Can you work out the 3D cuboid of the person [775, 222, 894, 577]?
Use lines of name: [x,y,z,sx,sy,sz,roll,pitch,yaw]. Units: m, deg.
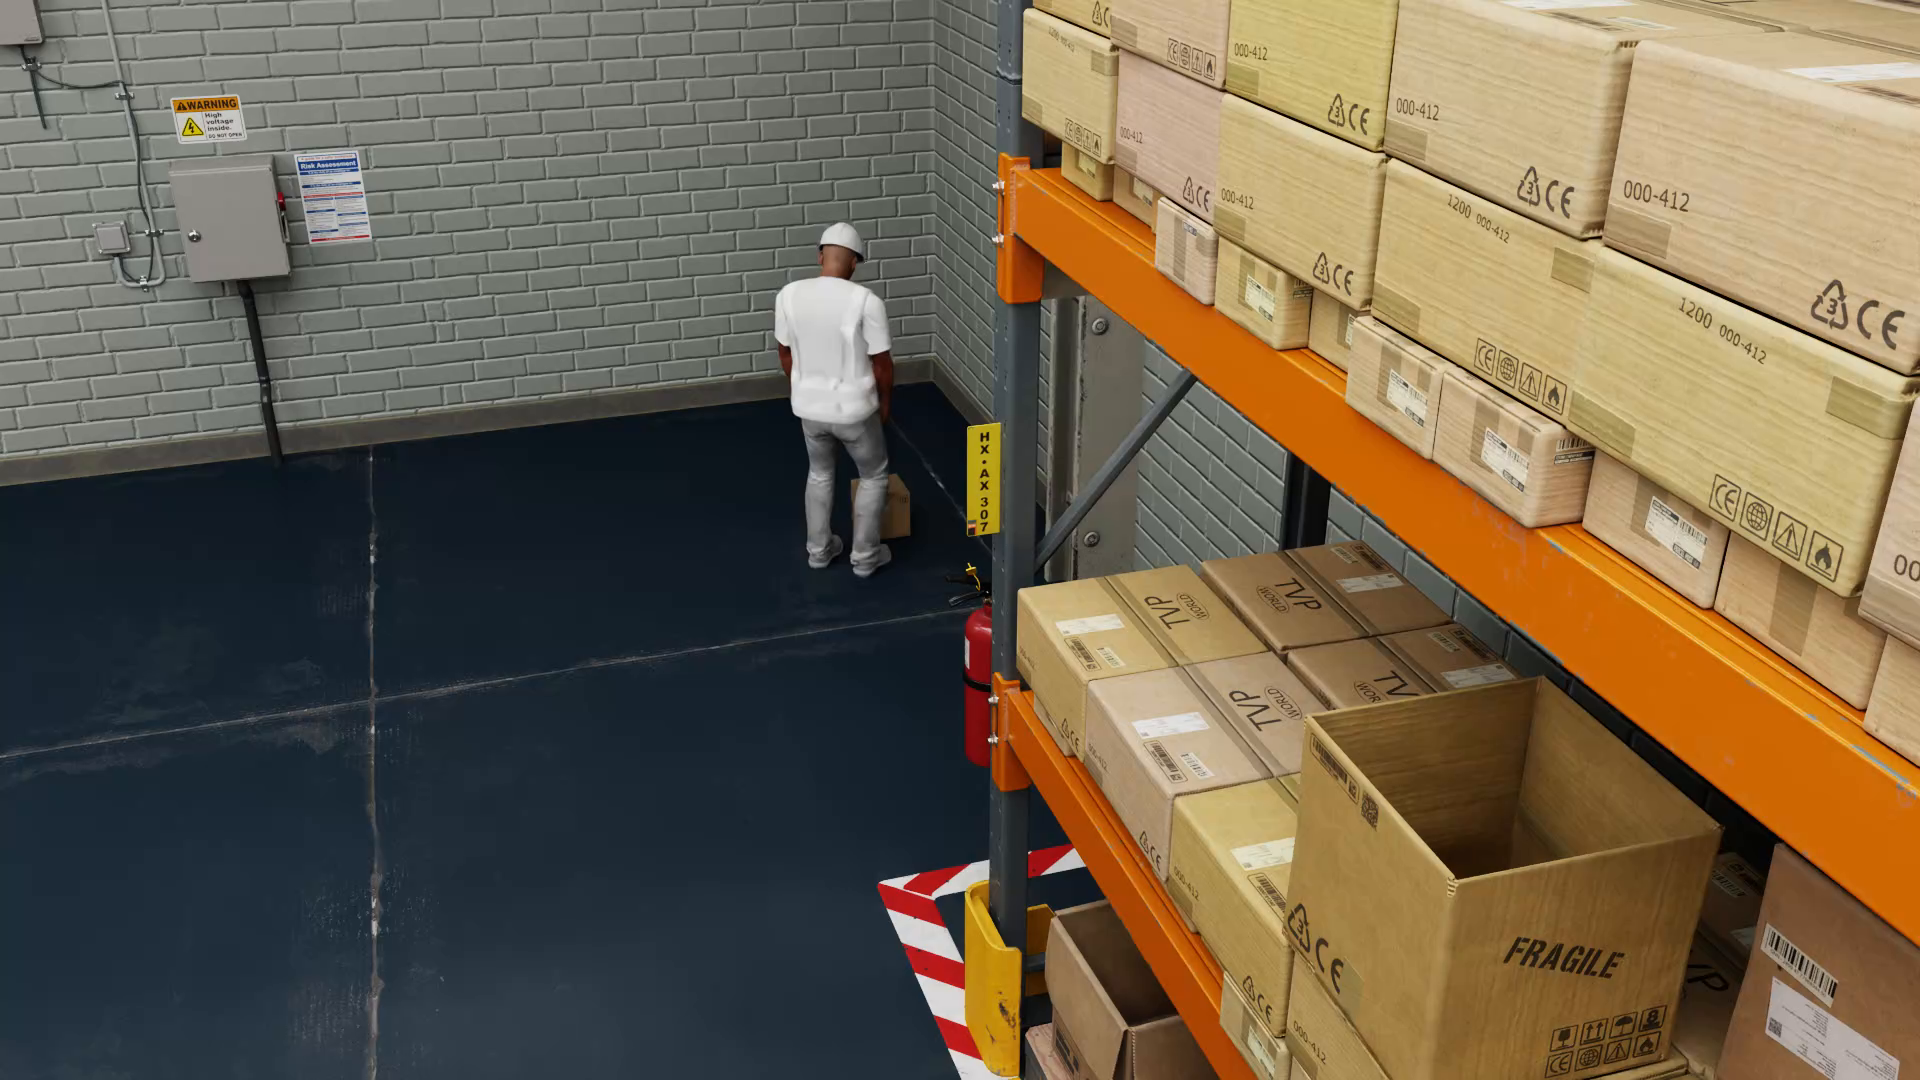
person: [-0.588,-0.663,8.005,0.595,1.708,0.472,10,28,20]
